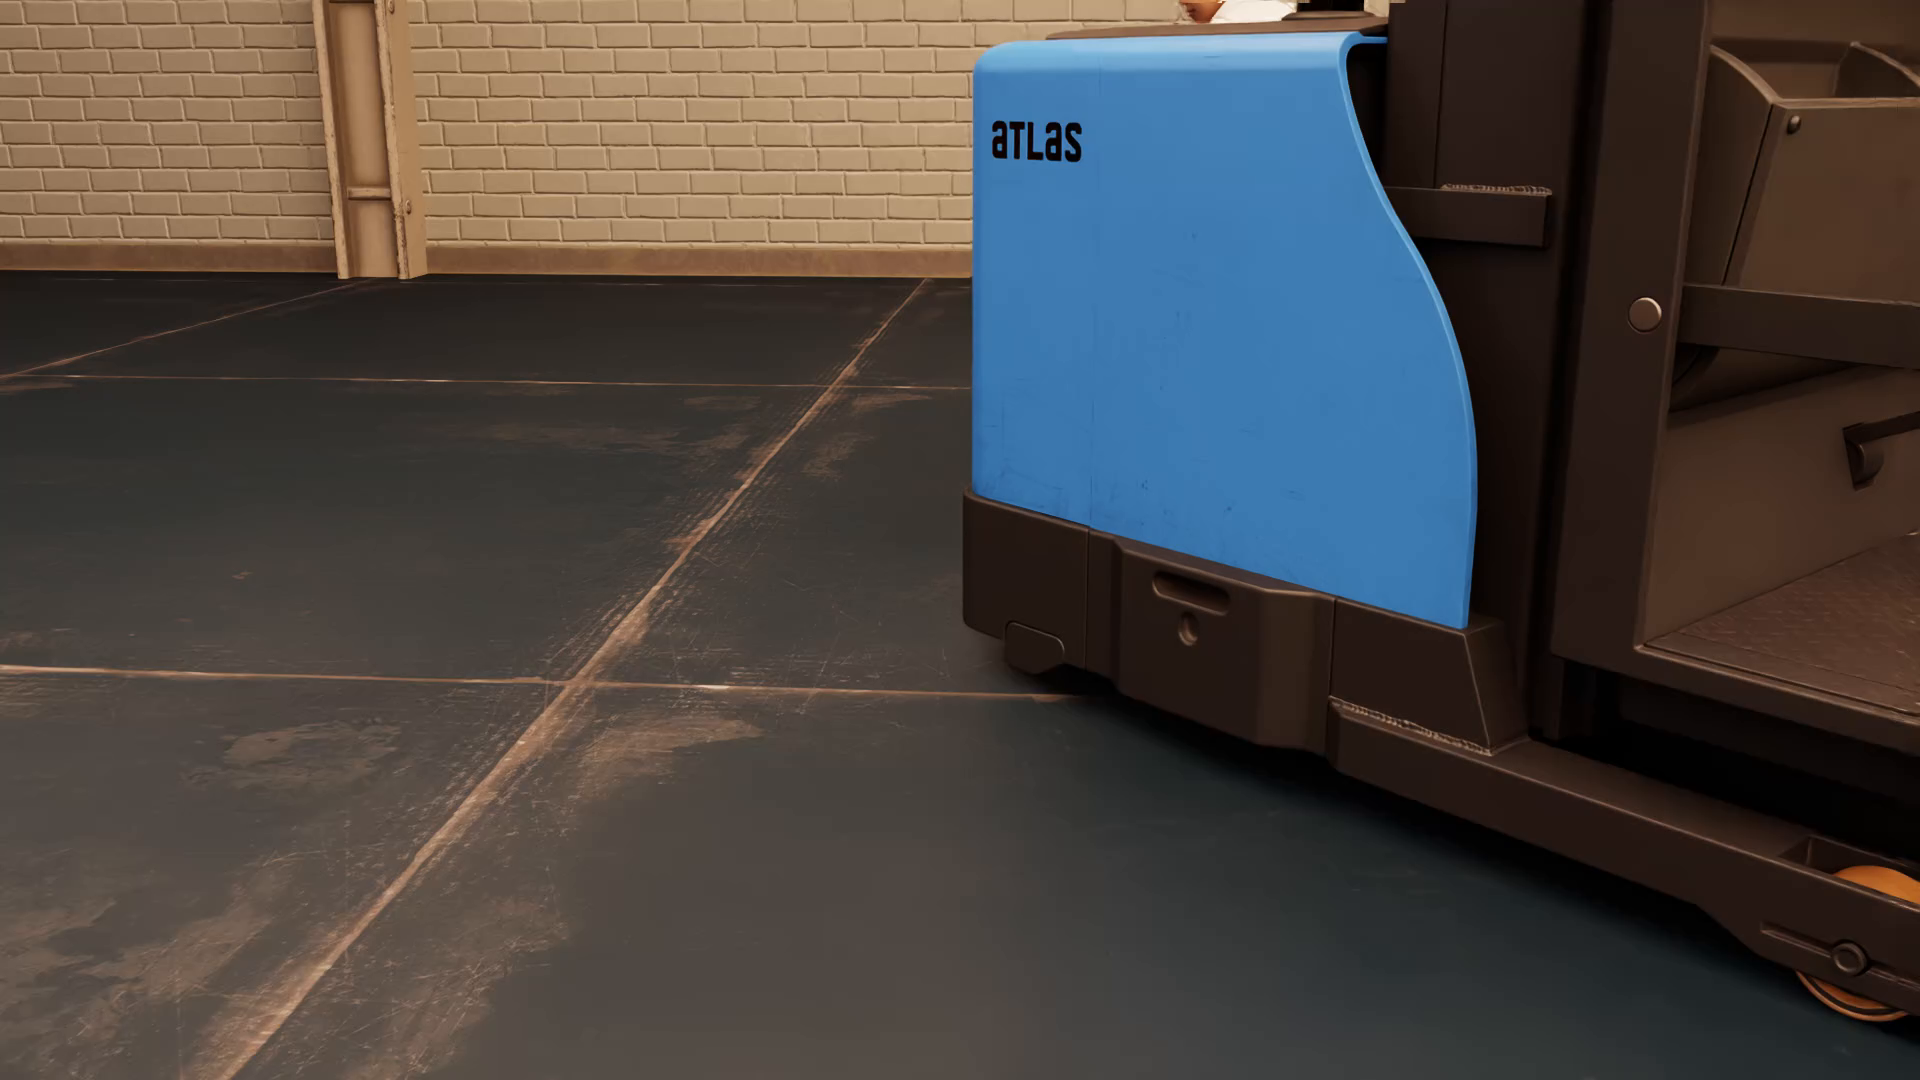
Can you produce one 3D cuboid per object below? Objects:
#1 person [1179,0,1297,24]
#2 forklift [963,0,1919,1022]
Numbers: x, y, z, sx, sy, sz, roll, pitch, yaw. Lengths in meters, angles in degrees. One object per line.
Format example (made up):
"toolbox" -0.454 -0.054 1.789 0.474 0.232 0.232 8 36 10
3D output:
"person" 0.707 -0.880 4.375 0.564 1.449 0.820 0 15 2
"forklift" 1.342 -0.991 1.872 1.130 2.935 3.031 -13 20 -39
